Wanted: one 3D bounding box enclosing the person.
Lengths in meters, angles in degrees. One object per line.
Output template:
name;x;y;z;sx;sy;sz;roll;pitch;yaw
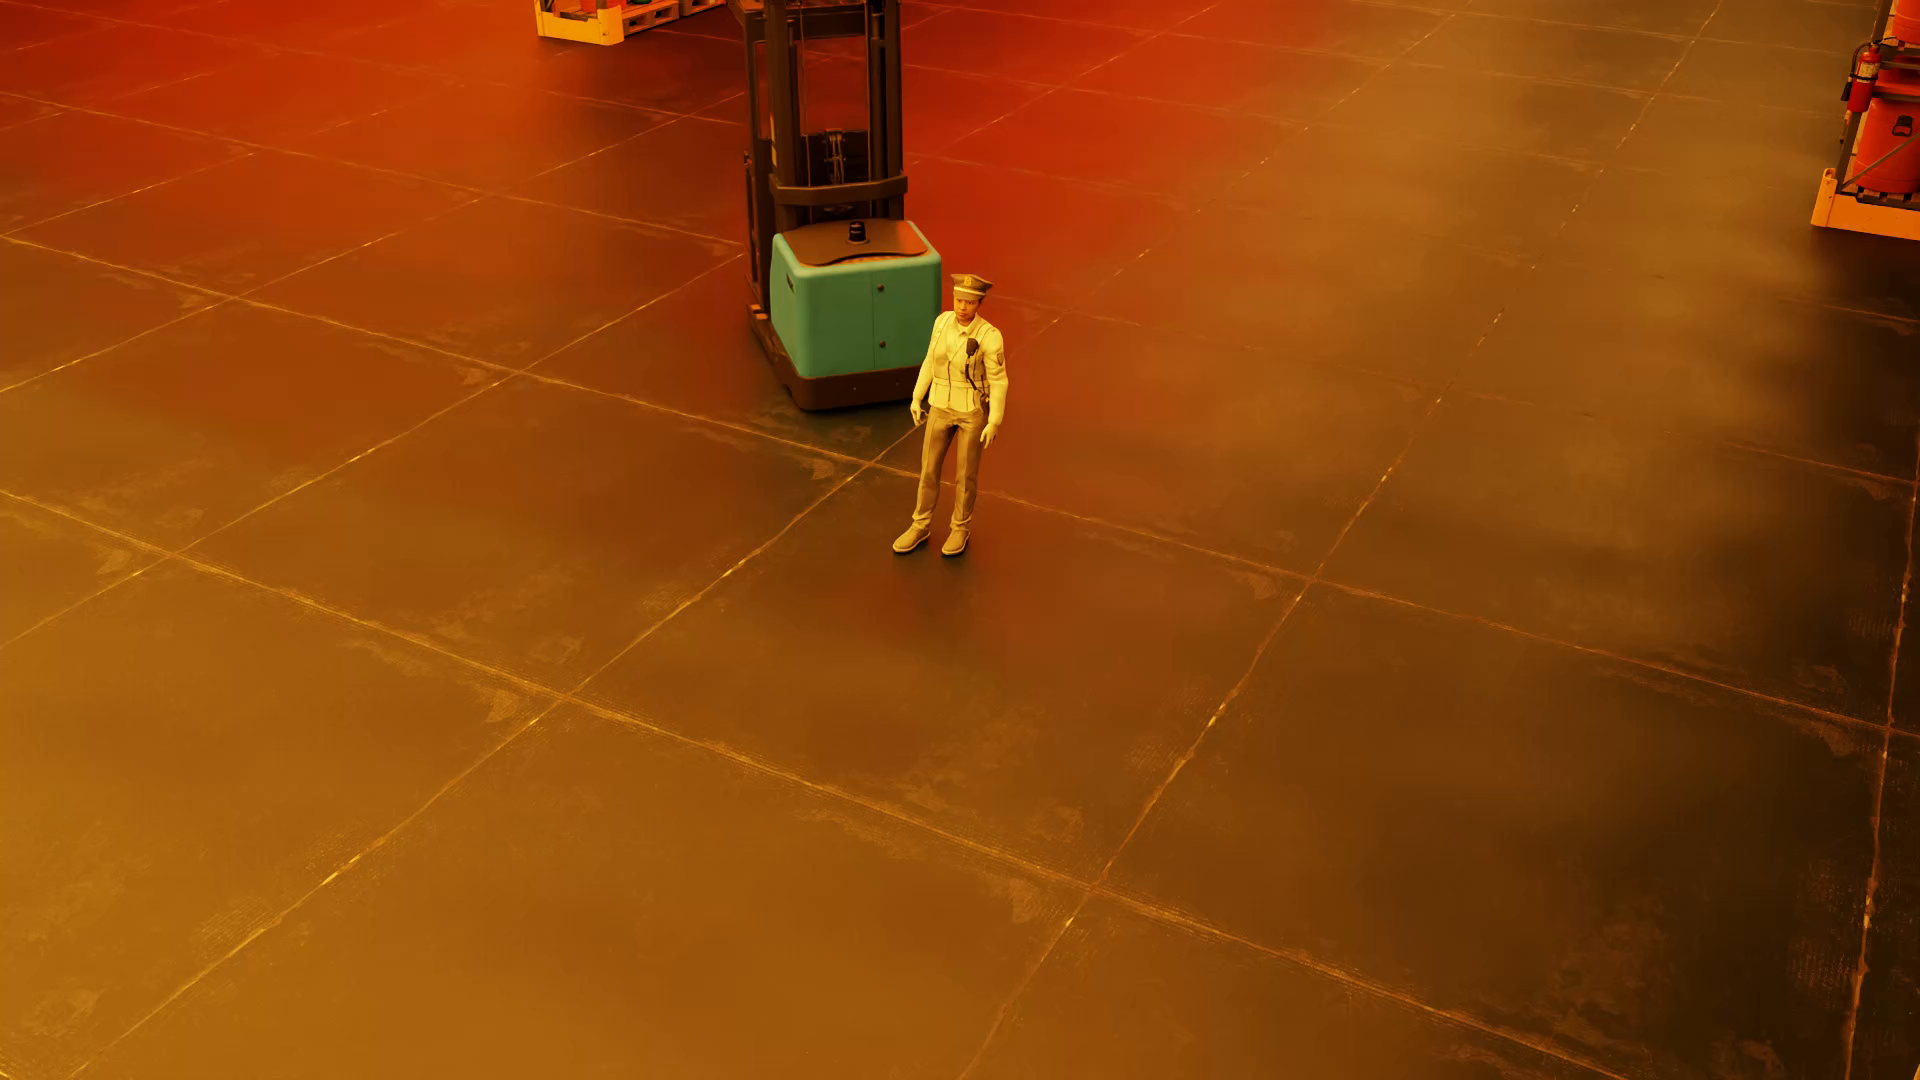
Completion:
person;-0.039;-0.711;9.526;0.587;1.694;0.529;15;33;25

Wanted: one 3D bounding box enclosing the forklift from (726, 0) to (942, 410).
forklift;-1.018;-2.881;12.063;1.130;2.935;3.031;-9;31;-14
